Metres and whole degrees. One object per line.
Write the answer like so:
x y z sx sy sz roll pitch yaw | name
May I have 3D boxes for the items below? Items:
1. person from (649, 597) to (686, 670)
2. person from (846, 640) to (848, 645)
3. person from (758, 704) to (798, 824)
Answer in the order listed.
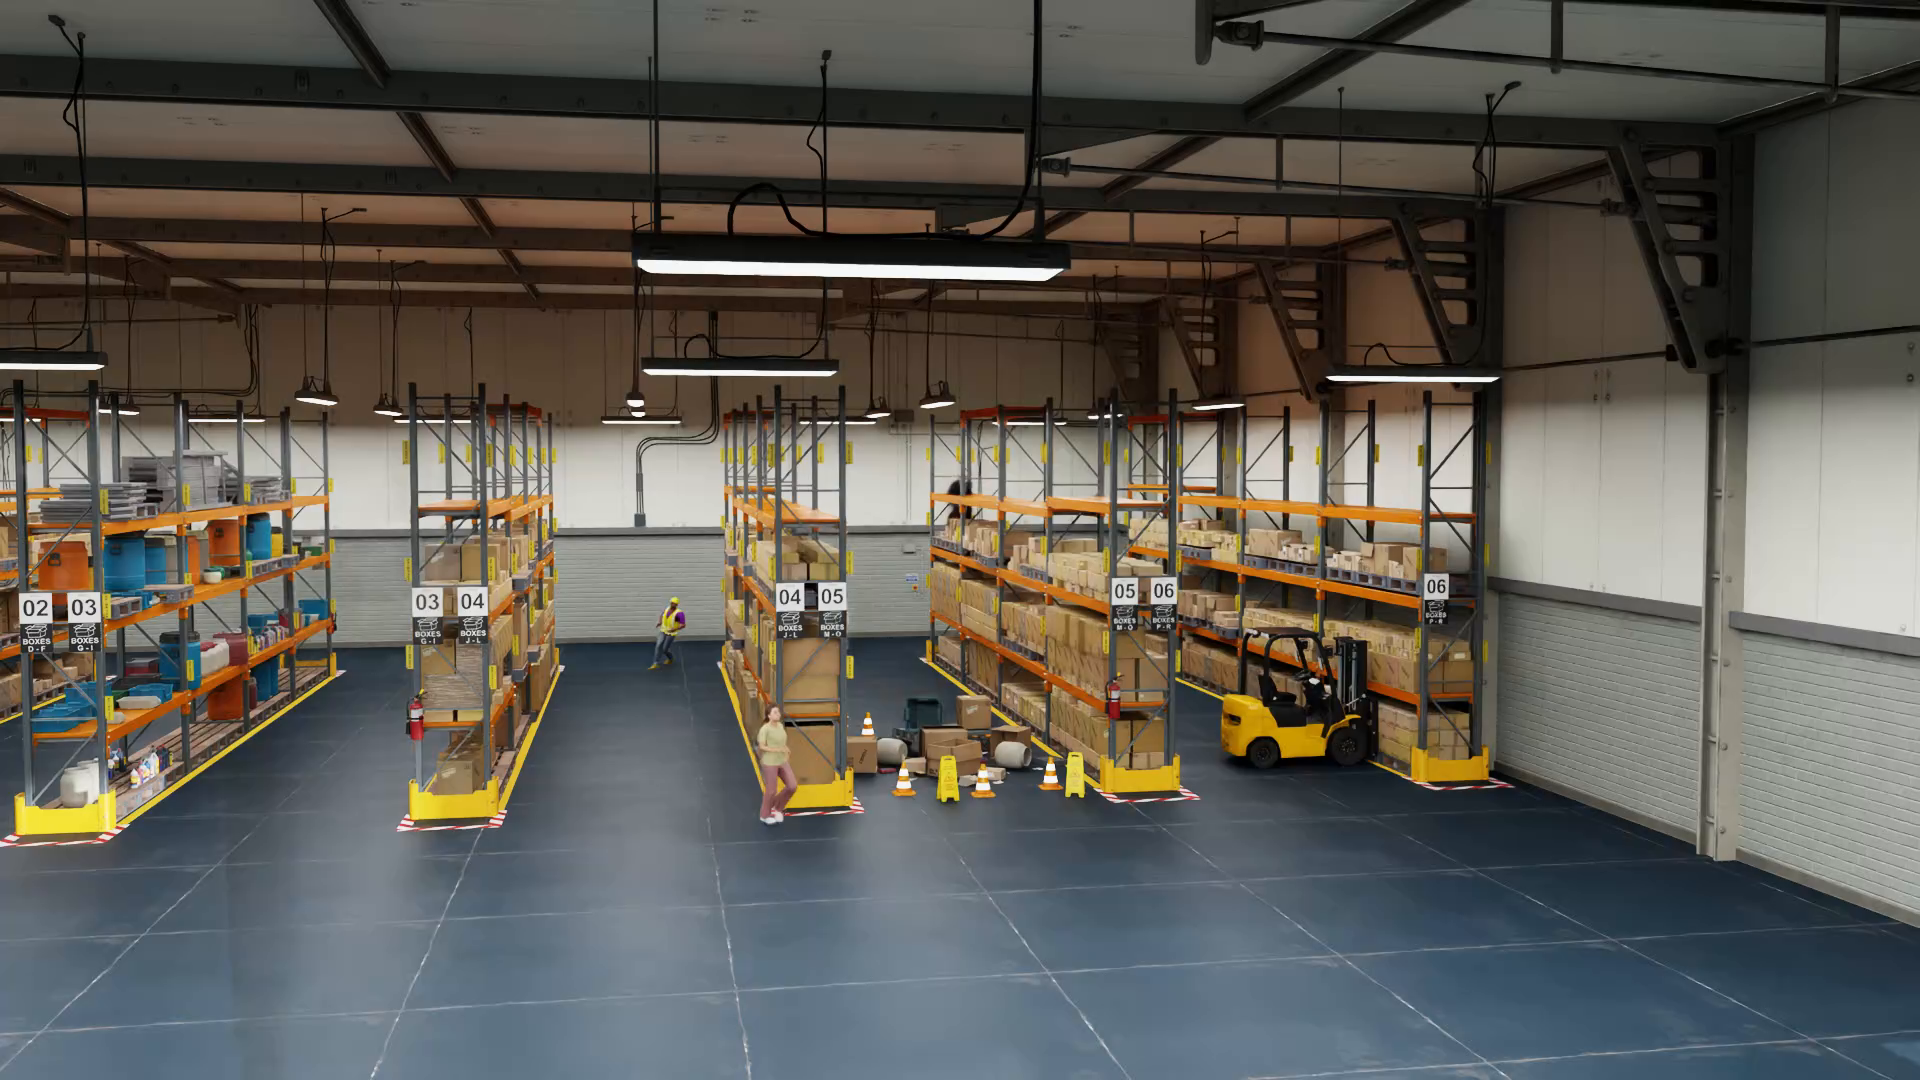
-6.805 2.183 39.049 0.751 1.687 0.795 1 3 25 | person
-3.108 2.060 41.145 0.575 1.752 0.708 -1 3 -14 | person
-2.479 3.028 22.455 0.616 1.635 0.556 3 4 44 | person
